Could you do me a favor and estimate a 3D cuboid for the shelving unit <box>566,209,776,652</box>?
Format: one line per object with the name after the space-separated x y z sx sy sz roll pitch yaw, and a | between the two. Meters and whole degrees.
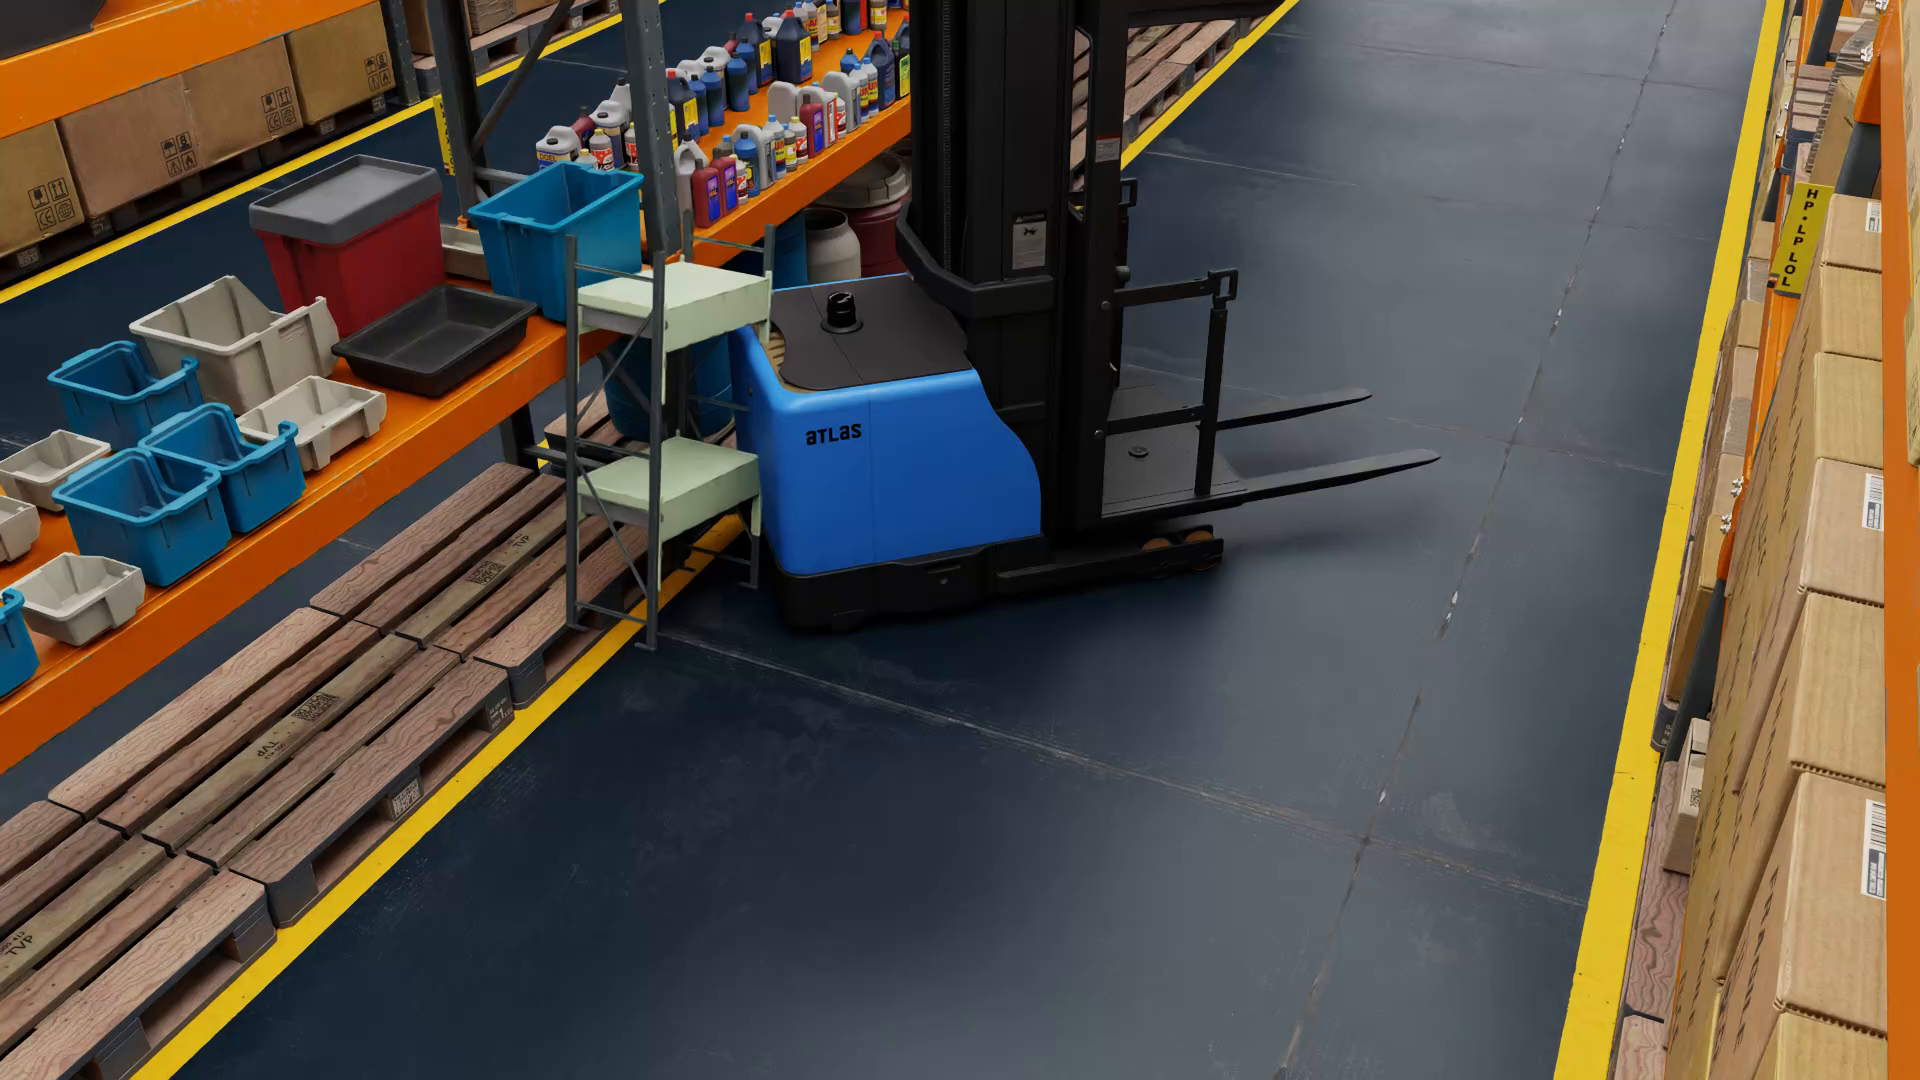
-1.102 -0.434 6.332 0.431 1.500 0.755 14 23 21 | shelving unit

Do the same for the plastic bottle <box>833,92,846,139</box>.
-0.578 -1.967 7.696 0.097 0.201 0.097 0 33 0 | plastic bottle

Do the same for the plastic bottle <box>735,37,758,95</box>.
-1.055 -2.343 8.206 0.097 0.271 0.097 0 33 0 | plastic bottle

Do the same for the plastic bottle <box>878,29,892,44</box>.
-0.373 -2.410 8.297 0.061 0.283 0.133 14 36 20 | plastic bottle

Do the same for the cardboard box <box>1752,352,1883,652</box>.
2.036 -0.033 3.562 0.500 0.500 0.500 13 35 19 | cardboard box

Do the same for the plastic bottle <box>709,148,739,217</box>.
-0.981 -1.497 6.904 0.061 0.283 0.133 14 36 20 | plastic bottle

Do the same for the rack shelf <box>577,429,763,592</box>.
-1.129 -0.131 6.448 0.431 0.370 0.720 14 23 21 | rack shelf

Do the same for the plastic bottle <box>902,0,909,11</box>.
-0.241 -3.159 9.445 0.152 0.276 0.135 14 36 20 | plastic bottle

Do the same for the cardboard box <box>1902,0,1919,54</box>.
2.491 -1.263 3.841 0.500 0.250 0.500 14 36 20 | cardboard box

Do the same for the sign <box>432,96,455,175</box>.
-2.077 -1.637 6.759 0.100 0.325 0.005 14 36 20 | sign

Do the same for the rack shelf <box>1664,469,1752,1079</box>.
2.083 1.041 3.584 1.077 0.370 4.000 14 36 20 | rack shelf

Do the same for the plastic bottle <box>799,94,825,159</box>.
-0.666 -1.873 7.477 0.061 0.283 0.133 14 36 20 | plastic bottle

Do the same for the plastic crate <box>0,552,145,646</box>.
-2.356 0.157 4.461 0.250 0.136 0.298 14 36 20 | plastic crate

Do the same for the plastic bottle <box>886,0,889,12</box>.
-0.453 -3.140 9.421 0.097 0.271 0.097 0 33 0 | plastic bottle

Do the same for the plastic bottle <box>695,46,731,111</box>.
-1.190 -2.229 8.027 0.152 0.276 0.135 14 36 20 | plastic bottle

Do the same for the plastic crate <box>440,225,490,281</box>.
-1.903 -1.110 6.394 0.396 0.136 0.243 14 36 20 | plastic crate

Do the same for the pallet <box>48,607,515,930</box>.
-2.360 0.756 5.904 1.003 0.211 1.213 14 36 20 | pallet

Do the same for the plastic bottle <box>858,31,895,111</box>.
-0.402 -2.269 8.020 0.144 0.351 0.185 14 36 20 | plastic bottle

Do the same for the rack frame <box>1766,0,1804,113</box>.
6.266 -4.241 10.982 1.000 3.000 0.127 14 36 20 | rack frame

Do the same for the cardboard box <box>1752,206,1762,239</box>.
4.592 -1.592 9.067 0.500 0.250 0.500 15 36 22 | cardboard box

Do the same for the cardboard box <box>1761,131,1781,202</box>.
4.800 -2.086 9.310 0.500 0.311 0.500 14 36 20 | cardboard box

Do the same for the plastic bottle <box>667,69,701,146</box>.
-1.282 -1.966 7.557 0.144 0.351 0.185 14 36 20 | plastic bottle

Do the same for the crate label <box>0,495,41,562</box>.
-2.846 -0.050 4.777 0.396 0.136 0.243 14 36 20 | crate label

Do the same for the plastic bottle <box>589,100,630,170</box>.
-1.554 -1.795 7.365 0.152 0.276 0.135 14 36 20 | plastic bottle

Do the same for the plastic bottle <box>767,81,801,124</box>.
-0.789 -1.982 7.650 0.152 0.276 0.135 14 36 20 | plastic bottle

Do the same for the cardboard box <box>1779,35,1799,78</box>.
5.653 -3.104 10.862 0.500 0.311 0.500 14 36 20 | cardboard box

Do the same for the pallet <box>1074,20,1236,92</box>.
1.476 -3.813 12.872 1.003 0.211 1.213 14 36 20 | pallet

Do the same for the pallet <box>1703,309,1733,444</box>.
4.246 -0.719 8.154 1.003 0.211 1.213 14 36 20 | pallet

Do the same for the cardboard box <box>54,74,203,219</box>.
-5.454 -2.586 10.014 1.225 0.875 0.875 13 35 19 | cardboard box

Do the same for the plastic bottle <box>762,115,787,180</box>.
-0.812 -1.718 7.251 0.097 0.271 0.097 0 33 0 | plastic bottle

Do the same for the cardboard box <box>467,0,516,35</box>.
-3.921 -4.279 12.919 0.700 0.500 0.500 11 35 17 | cardboard box

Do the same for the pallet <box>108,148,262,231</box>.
-5.313 -2.376 10.681 1.003 0.211 1.213 14 36 20 | pallet

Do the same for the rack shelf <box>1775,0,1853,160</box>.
5.430 -2.944 9.660 1.077 0.370 4.000 14 36 20 | rack shelf

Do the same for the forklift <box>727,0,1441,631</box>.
0.600 -1.331 6.606 3.031 2.935 1.130 -10 35 -15 | forklift

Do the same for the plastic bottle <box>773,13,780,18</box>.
-0.936 -2.565 8.543 0.097 0.271 0.097 0 33 0 | plastic bottle

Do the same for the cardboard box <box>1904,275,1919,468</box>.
1.638 -0.271 2.329 0.500 0.250 0.500 14 36 20 | cardboard box

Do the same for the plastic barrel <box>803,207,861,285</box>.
-0.721 -1.410 8.551 0.421 0.512 0.421 0 33 0 | plastic barrel

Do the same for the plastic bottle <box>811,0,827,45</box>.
-0.767 -2.795 8.883 0.061 0.283 0.133 14 36 20 | plastic bottle

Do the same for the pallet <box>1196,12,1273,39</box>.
2.088 -4.538 13.978 1.003 0.211 1.213 14 36 20 | pallet

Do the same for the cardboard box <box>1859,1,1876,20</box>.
5.075 -2.792 9.001 0.380 0.149 0.250 17 37 24 | cardboard box

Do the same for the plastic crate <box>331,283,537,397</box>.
-1.802 -0.686 5.756 0.437 0.125 0.590 14 36 20 | plastic crate

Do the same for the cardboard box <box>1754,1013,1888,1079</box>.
1.182 0.991 2.000 0.500 0.500 0.500 14 36 20 | cardboard box

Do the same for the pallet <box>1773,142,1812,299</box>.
3.783 -1.199 6.518 1.003 0.211 1.213 14 36 20 | pallet

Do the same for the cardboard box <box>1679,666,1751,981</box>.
1.825 0.651 3.430 0.500 0.500 0.500 14 36 20 | cardboard box

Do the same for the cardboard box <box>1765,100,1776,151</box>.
5.443 -2.610 10.619 0.500 0.250 0.500 13 35 19 | cardboard box

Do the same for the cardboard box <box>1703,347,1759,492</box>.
3.501 -0.454 7.086 0.500 0.500 0.500 13 35 19 | cardboard box

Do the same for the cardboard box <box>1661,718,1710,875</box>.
2.547 0.844 5.279 0.500 0.311 0.500 14 36 20 | cardboard box
